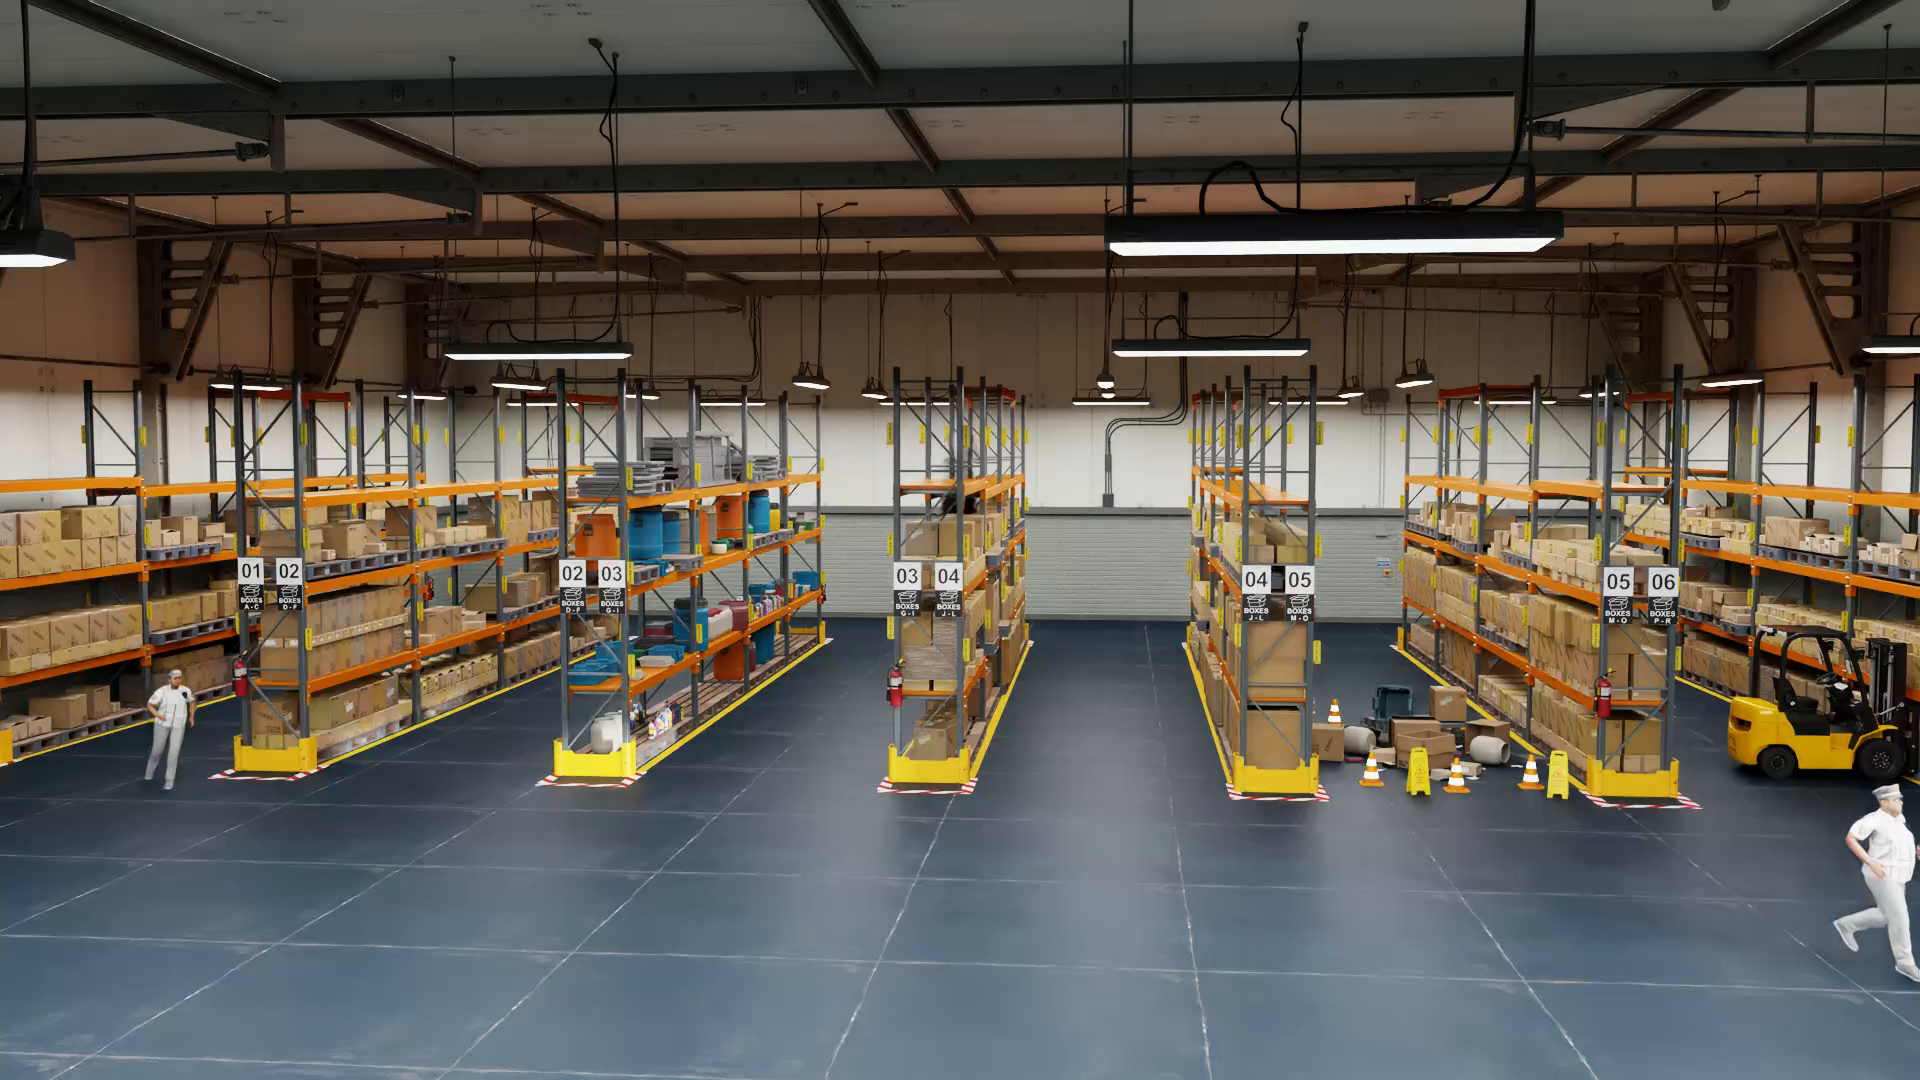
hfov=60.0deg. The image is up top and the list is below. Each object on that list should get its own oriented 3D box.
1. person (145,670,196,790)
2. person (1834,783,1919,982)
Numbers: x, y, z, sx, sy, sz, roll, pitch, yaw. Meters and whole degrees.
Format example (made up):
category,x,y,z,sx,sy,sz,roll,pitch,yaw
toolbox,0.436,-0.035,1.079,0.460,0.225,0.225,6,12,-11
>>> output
category,x,y,z,sx,sy,sz,roll,pitch,yaw
person,-11.343,2.690,23.924,0.691,1.649,0.925,-2,4,-31
person,8.656,3.155,15.579,0.664,1.791,0.951,-3,4,-37
